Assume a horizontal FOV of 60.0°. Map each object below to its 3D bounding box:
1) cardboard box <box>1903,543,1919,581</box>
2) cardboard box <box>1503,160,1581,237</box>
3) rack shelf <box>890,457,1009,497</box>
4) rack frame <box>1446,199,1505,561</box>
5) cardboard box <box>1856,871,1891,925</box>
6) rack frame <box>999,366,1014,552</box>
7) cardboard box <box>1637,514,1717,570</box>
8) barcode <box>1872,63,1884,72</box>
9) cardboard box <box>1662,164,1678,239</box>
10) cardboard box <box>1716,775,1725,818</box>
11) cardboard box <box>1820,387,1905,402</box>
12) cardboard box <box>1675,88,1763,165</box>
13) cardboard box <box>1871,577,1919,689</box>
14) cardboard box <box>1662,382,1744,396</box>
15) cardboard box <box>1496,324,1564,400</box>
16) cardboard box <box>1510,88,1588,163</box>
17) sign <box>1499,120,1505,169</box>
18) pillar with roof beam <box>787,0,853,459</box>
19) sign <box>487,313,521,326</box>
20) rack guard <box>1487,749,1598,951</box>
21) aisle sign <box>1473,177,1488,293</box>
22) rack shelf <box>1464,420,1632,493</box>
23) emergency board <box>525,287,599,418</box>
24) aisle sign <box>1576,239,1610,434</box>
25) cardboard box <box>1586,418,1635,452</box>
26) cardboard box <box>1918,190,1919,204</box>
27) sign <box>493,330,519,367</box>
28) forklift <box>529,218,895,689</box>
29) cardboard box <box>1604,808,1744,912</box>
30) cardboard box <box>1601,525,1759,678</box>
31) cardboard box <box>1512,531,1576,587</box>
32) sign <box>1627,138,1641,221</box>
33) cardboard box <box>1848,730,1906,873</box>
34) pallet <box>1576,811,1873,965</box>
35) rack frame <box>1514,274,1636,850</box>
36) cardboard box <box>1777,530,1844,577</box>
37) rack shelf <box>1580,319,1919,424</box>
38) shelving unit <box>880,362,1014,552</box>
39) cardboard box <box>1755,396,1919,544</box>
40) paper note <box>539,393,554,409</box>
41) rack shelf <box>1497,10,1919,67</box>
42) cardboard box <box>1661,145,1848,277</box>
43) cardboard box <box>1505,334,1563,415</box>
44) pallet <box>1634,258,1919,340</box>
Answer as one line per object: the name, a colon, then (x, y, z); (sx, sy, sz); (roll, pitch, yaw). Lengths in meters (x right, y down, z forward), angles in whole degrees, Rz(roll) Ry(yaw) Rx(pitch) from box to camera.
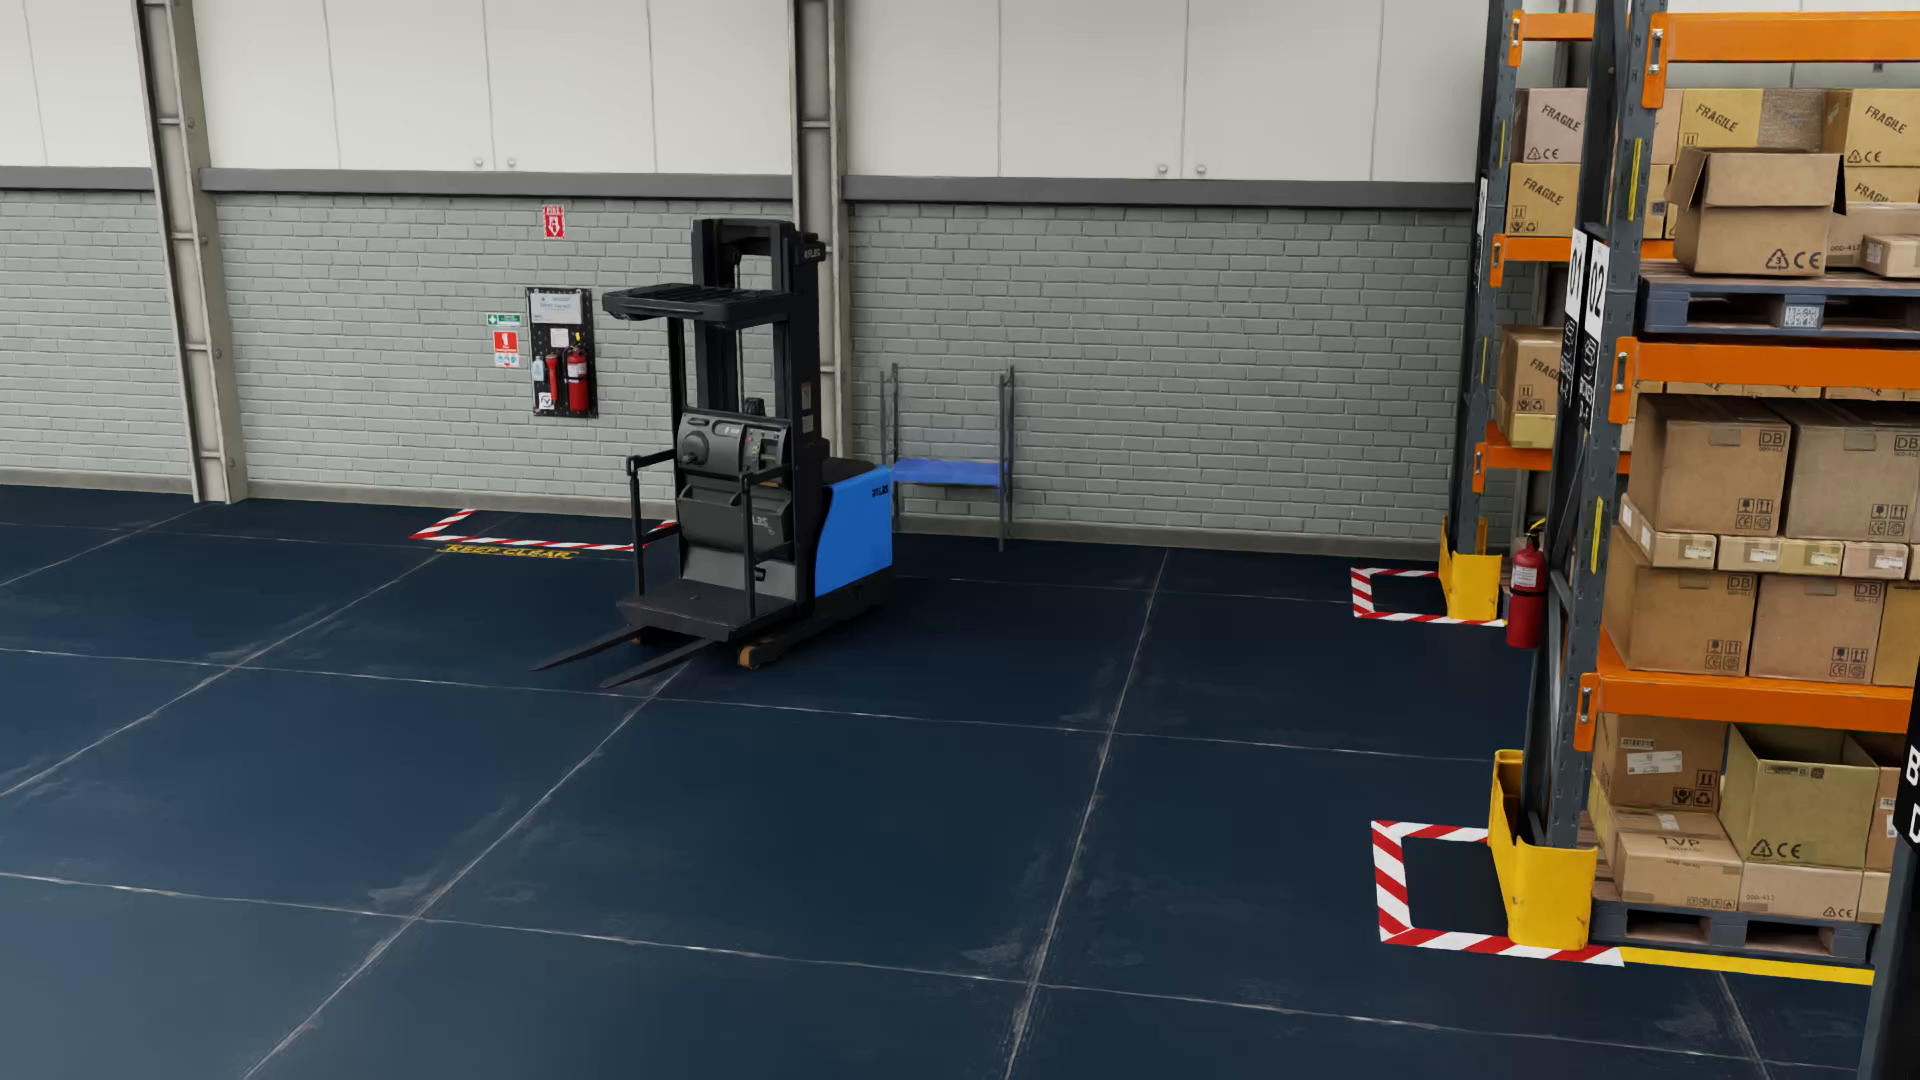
cardboard box: (4.218, 0.060, 7.253); (0.250, 0.149, 0.380); (3, 16, 9)
cardboard box: (4.126, -2.427, 11.791); (0.500, 0.500, 0.500); (4, 16, 13)
rack shelf: (-0.104, -0.544, 14.245); (1.000, 0.185, 0.538); (3, 16, 11)
rack frame: (3.848, -1.007, 12.507); (0.127, 3.000, 1.000); (3, 16, 11)
cardboard box: (4.326, 1.551, 7.637); (0.500, 0.250, 0.500); (3, 16, 11)
rack frame: (0.394, -0.691, 14.099); (0.032, 1.500, 0.500); (3, 16, 11)
cardboard box: (3.206, 0.006, 7.450); (0.250, 0.149, 0.380); (3, 16, 11)
barcode: (6.492, -3.341, 11.758); (0.075, 0.075, 0.001); (3, 16, 11)
cardboard box: (5.155, -2.362, 11.558); (0.500, 0.500, 0.500); (4, 16, 14)
cardboard box: (3.941, 1.387, 8.231); (0.500, 0.250, 0.500); (3, 16, 11)
cardboard box: (6.261, -1.092, 11.653); (0.500, 0.500, 0.500); (3, 16, 9)
cardboard box: (5.163, -2.844, 11.422); (0.500, 0.500, 0.500); (4, 16, 13)
cardboard box: (4.321, 0.324, 7.516); (0.500, 0.500, 0.700); (3, 16, 11)
cardboard box: (5.244, -1.143, 11.840); (0.500, 0.500, 0.500); (3, 16, 9)
cardboard box: (4.352, -1.336, 12.535); (0.500, 0.500, 0.500); (3, 16, 10)
cardboard box: (4.177, -2.908, 11.654); (0.500, 0.500, 0.500); (2, 16, 7)
sign: (3.740, -2.732, 11.478); (0.005, 0.325, 0.100); (3, 16, 11)
pillar with roof beam: (-2.031, -3.280, 9.476); (0.400, 9.000, 9.100); (3, 16, 11)
sign: (-4.106, -1.983, 14.972); (0.331, 0.109, 0.001); (3, 16, 11)
rack guard: (2.841, 1.493, 8.167); (0.348, 0.500, 1.175); (3, 16, 11)
aisle sign: (3.718, -2.185, 11.891); (0.004, 0.787, 0.394); (3, 16, 11)
rack shelf: (5.808, -0.554, 12.219); (4.000, 0.370, 1.077); (3, 16, 11)
emergency board: (-3.587, -1.656, 14.853); (0.643, 1.169, 0.194); (3, 16, 11)
aisle sign: (2.739, -0.887, 7.205); (0.004, 0.787, 0.394); (3, 16, 11)
cardboard box: (4.775, -0.811, 12.045); (0.500, 0.250, 0.500); (3, 16, 9)
cardboard box: (6.731, -2.290, 11.296); (0.500, 0.500, 0.500); (2, 16, 6)
sign: (-4.108, -1.730, 15.052); (0.234, 0.329, 0.001); (3, 16, 11)
forklift: (-1.698, -0.670, 11.421); (1.130, 2.935, 3.031); (9, 18, 30)
cardboard box: (3.346, 1.499, 7.826); (0.500, 0.250, 0.500); (3, 16, 11)
cardboard box: (3.320, 0.269, 7.713); (0.500, 0.500, 0.700); (3, 16, 11)
cardboard box: (4.508, 0.137, 12.590); (0.500, 0.311, 0.500); (1, 16, 5)
sign: (2.748, -1.471, 6.778); (0.005, 0.325, 0.100); (3, 16, 11)
cardboard box: (4.329, 1.187, 7.548); (0.500, 0.500, 0.500); (3, 16, 11)
pallet: (3.622, 1.663, 8.093); (1.213, 0.211, 1.003); (3, 16, 11)
rack frame: (2.865, 0.289, 7.829); (0.127, 3.000, 1.000); (3, 16, 11)
cardboard box: (3.710, 0.033, 7.353); (0.250, 0.149, 0.380); (3, 16, 11)
rack shelf: (4.825, -0.703, 7.140); (4.000, 0.370, 1.077); (3, 16, 11)
shelving unit: (-0.104, -0.717, 14.198); (1.048, 1.500, 0.538); (3, 16, 11)
cardboard box: (3.888, -0.327, 7.434); (0.500, 0.500, 0.700); (3, 16, 10)
paper note: (-3.747, -1.259, 15.070); (0.142, 0.148, 0.016); (3, 16, 11)
rack shelf: (5.808, -3.443, 11.419); (4.000, 0.370, 1.077); (3, 16, 11)
cardboard box: (3.427, -1.444, 7.225); (0.637, 0.503, 0.797); (4, 16, 15)
cardboard box: (4.256, -1.201, 12.049); (0.500, 0.500, 0.500); (3, 16, 11)
pallet: (3.552, -1.069, 7.280); (1.213, 0.211, 1.003); (3, 16, 11)
